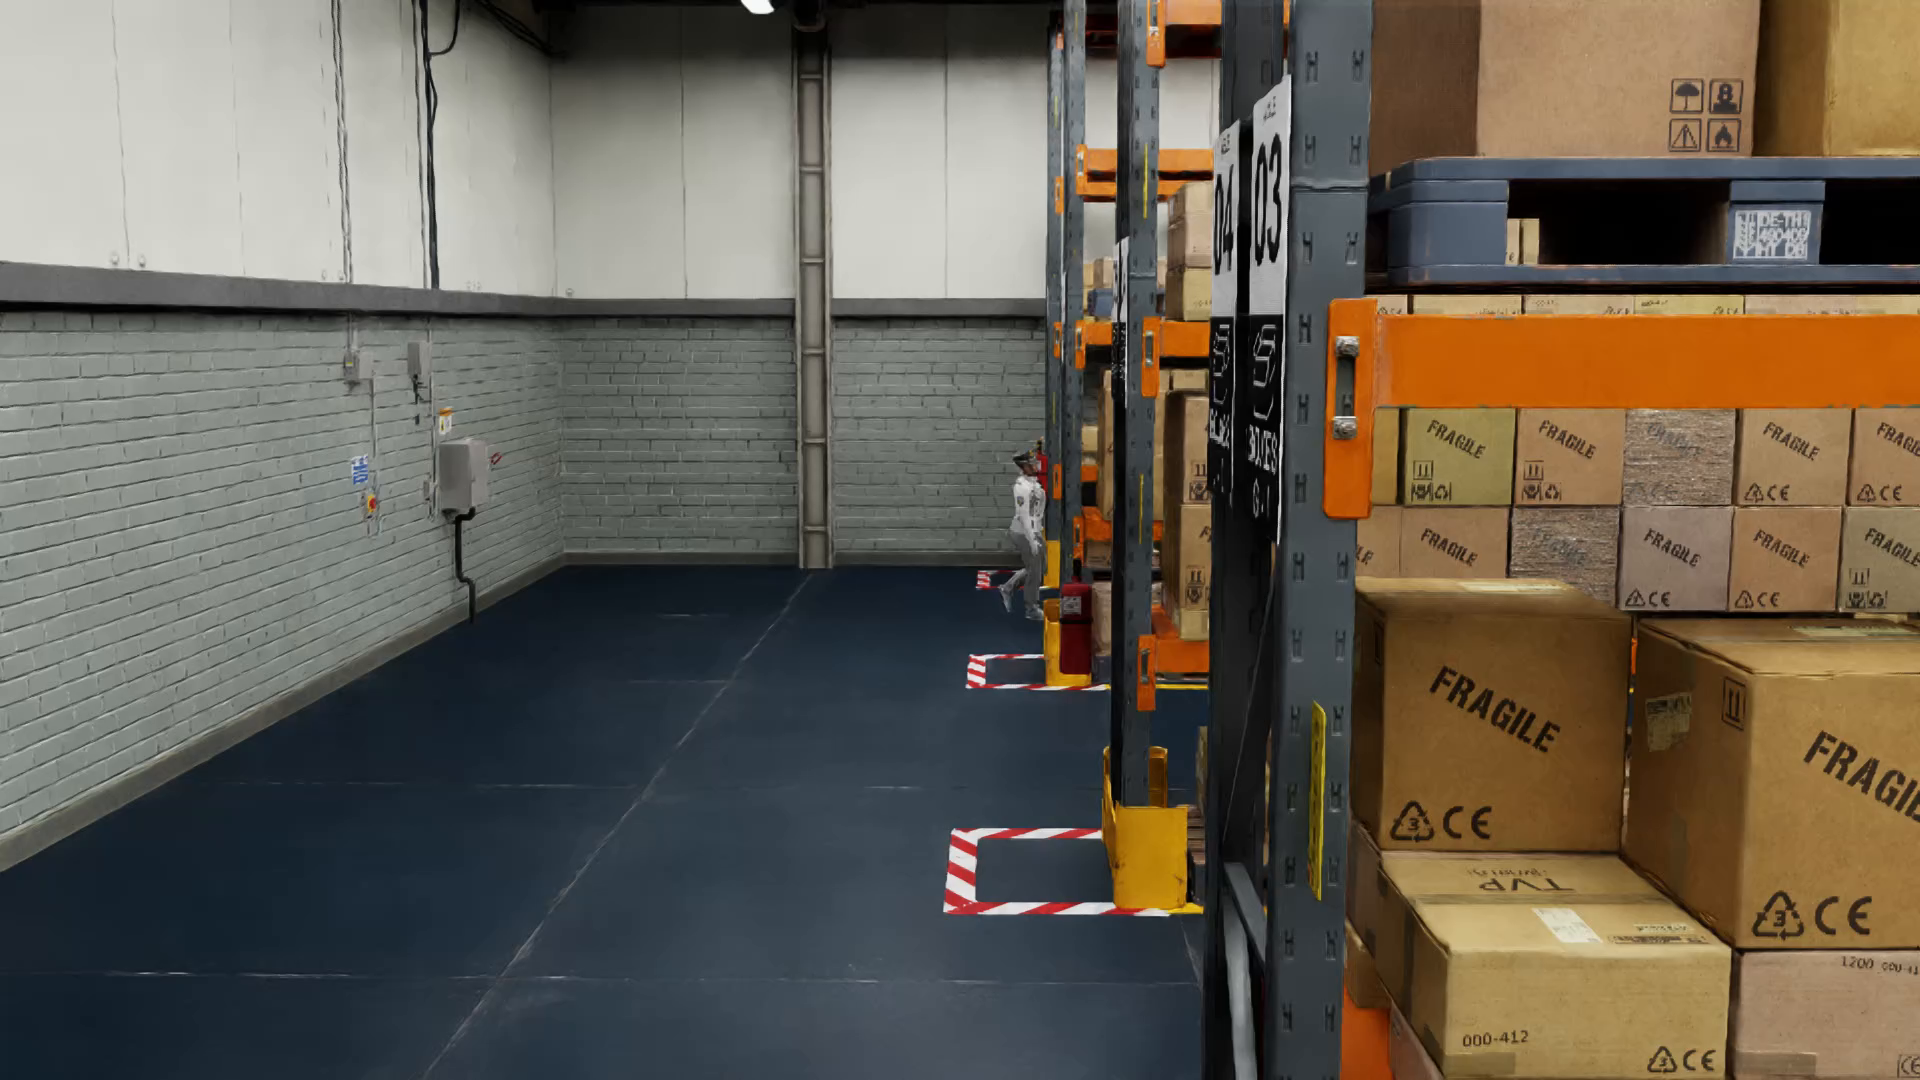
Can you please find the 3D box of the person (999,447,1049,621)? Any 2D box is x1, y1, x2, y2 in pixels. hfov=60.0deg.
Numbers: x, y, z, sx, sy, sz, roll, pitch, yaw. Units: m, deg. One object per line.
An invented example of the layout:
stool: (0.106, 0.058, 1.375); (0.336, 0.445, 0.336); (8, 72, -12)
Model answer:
person: (0.605, -0.049, 15.578); (0.555, 1.651, 0.546); (2, 8, 15)
